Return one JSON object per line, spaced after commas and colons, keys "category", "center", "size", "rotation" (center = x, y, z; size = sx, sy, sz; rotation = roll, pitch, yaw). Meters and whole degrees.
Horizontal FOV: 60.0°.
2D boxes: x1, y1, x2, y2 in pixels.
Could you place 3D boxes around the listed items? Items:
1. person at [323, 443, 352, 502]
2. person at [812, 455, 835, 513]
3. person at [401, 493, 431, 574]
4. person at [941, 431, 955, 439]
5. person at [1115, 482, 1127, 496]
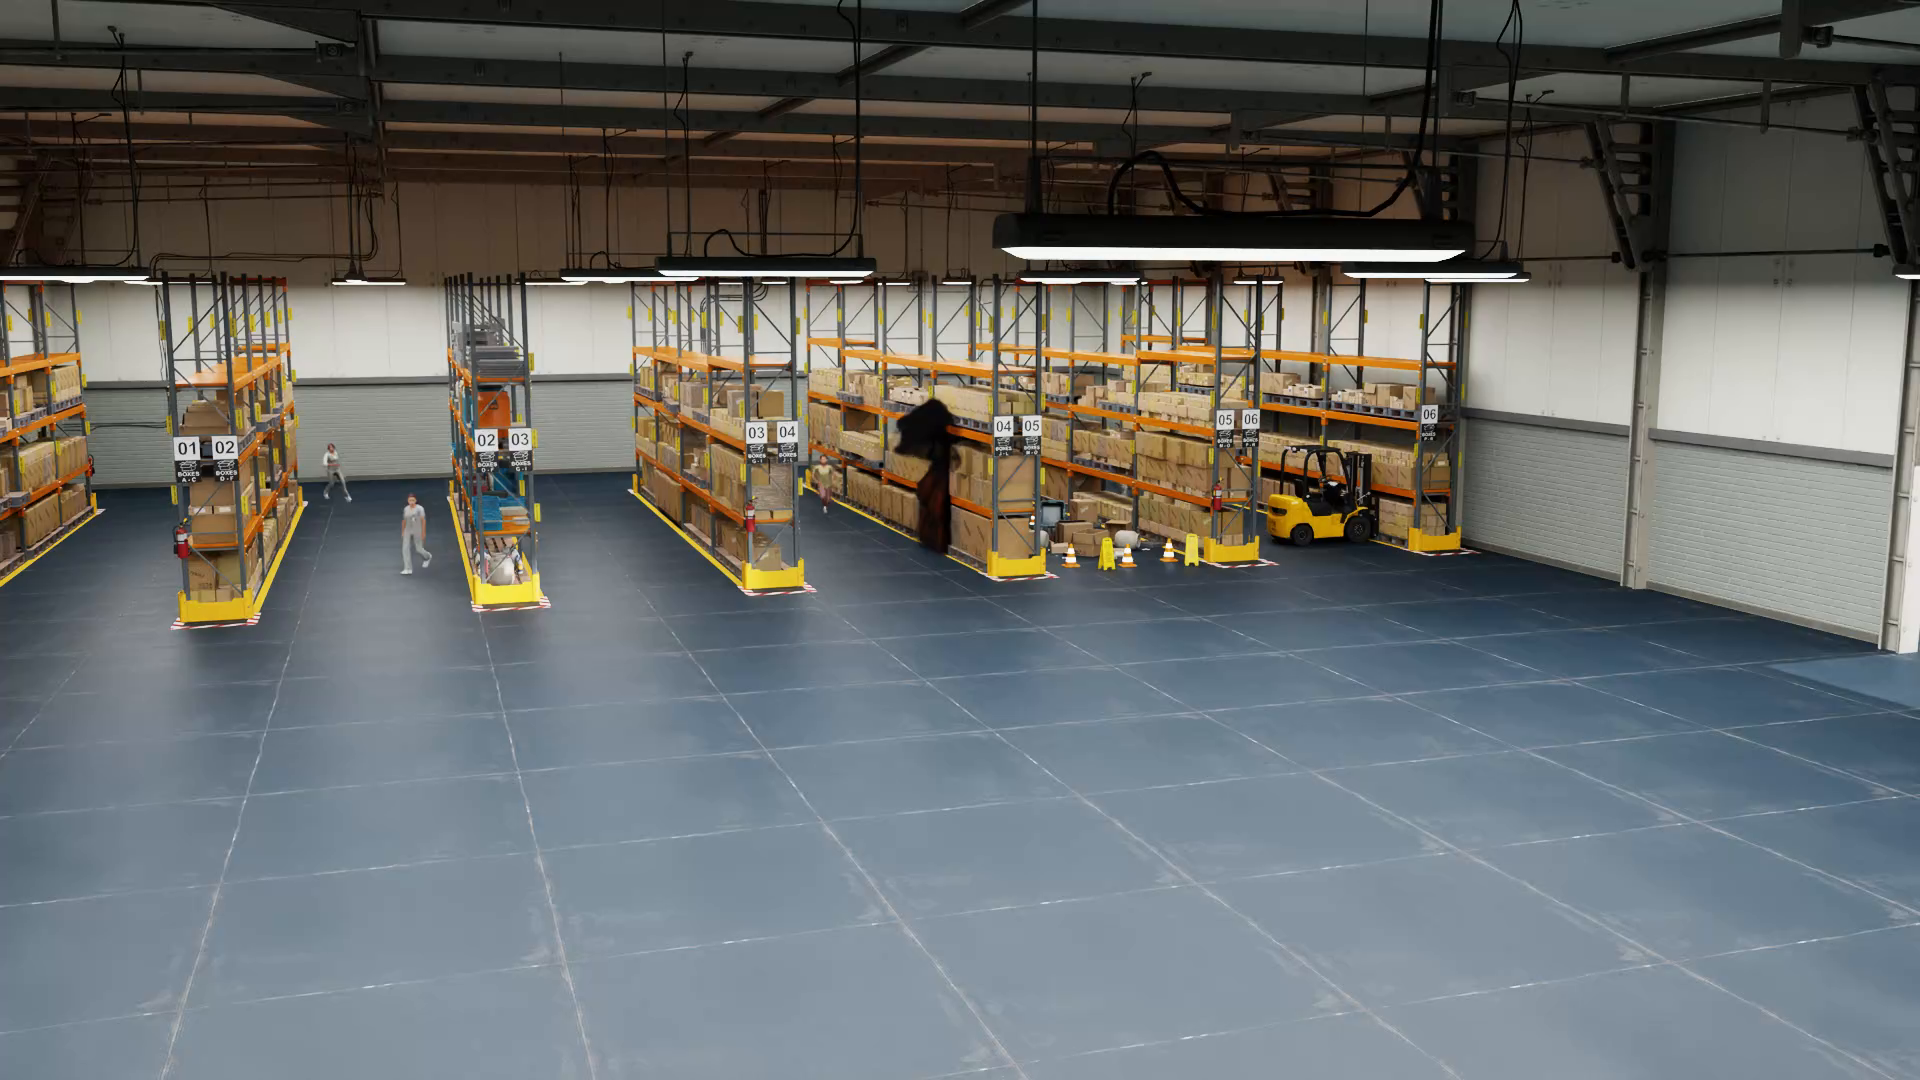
{"category": "person", "center": [-16.917, -1.822, 44.867], "size": [0.888, 1.590, 0.553], "rotation": [6, 11, 36]}
{"category": "person", "center": [-3.388, -1.382, 41.423], "size": [0.582, 1.496, 0.687], "rotation": [-2, 9, -12]}
{"category": "person", "center": [-11.013, -0.158, 33.594], "size": [0.527, 1.636, 0.798], "rotation": [1, 9, 9]}
{"category": "person", "center": [-0.390, -2.791, 50.791], "size": [0.601, 1.733, 0.674], "rotation": [-4, 10, -26]}
{"category": "person", "center": [4.517, -1.951, 45.627], "size": [0.612, 1.632, 0.534], "rotation": [-5, 10, -28]}
